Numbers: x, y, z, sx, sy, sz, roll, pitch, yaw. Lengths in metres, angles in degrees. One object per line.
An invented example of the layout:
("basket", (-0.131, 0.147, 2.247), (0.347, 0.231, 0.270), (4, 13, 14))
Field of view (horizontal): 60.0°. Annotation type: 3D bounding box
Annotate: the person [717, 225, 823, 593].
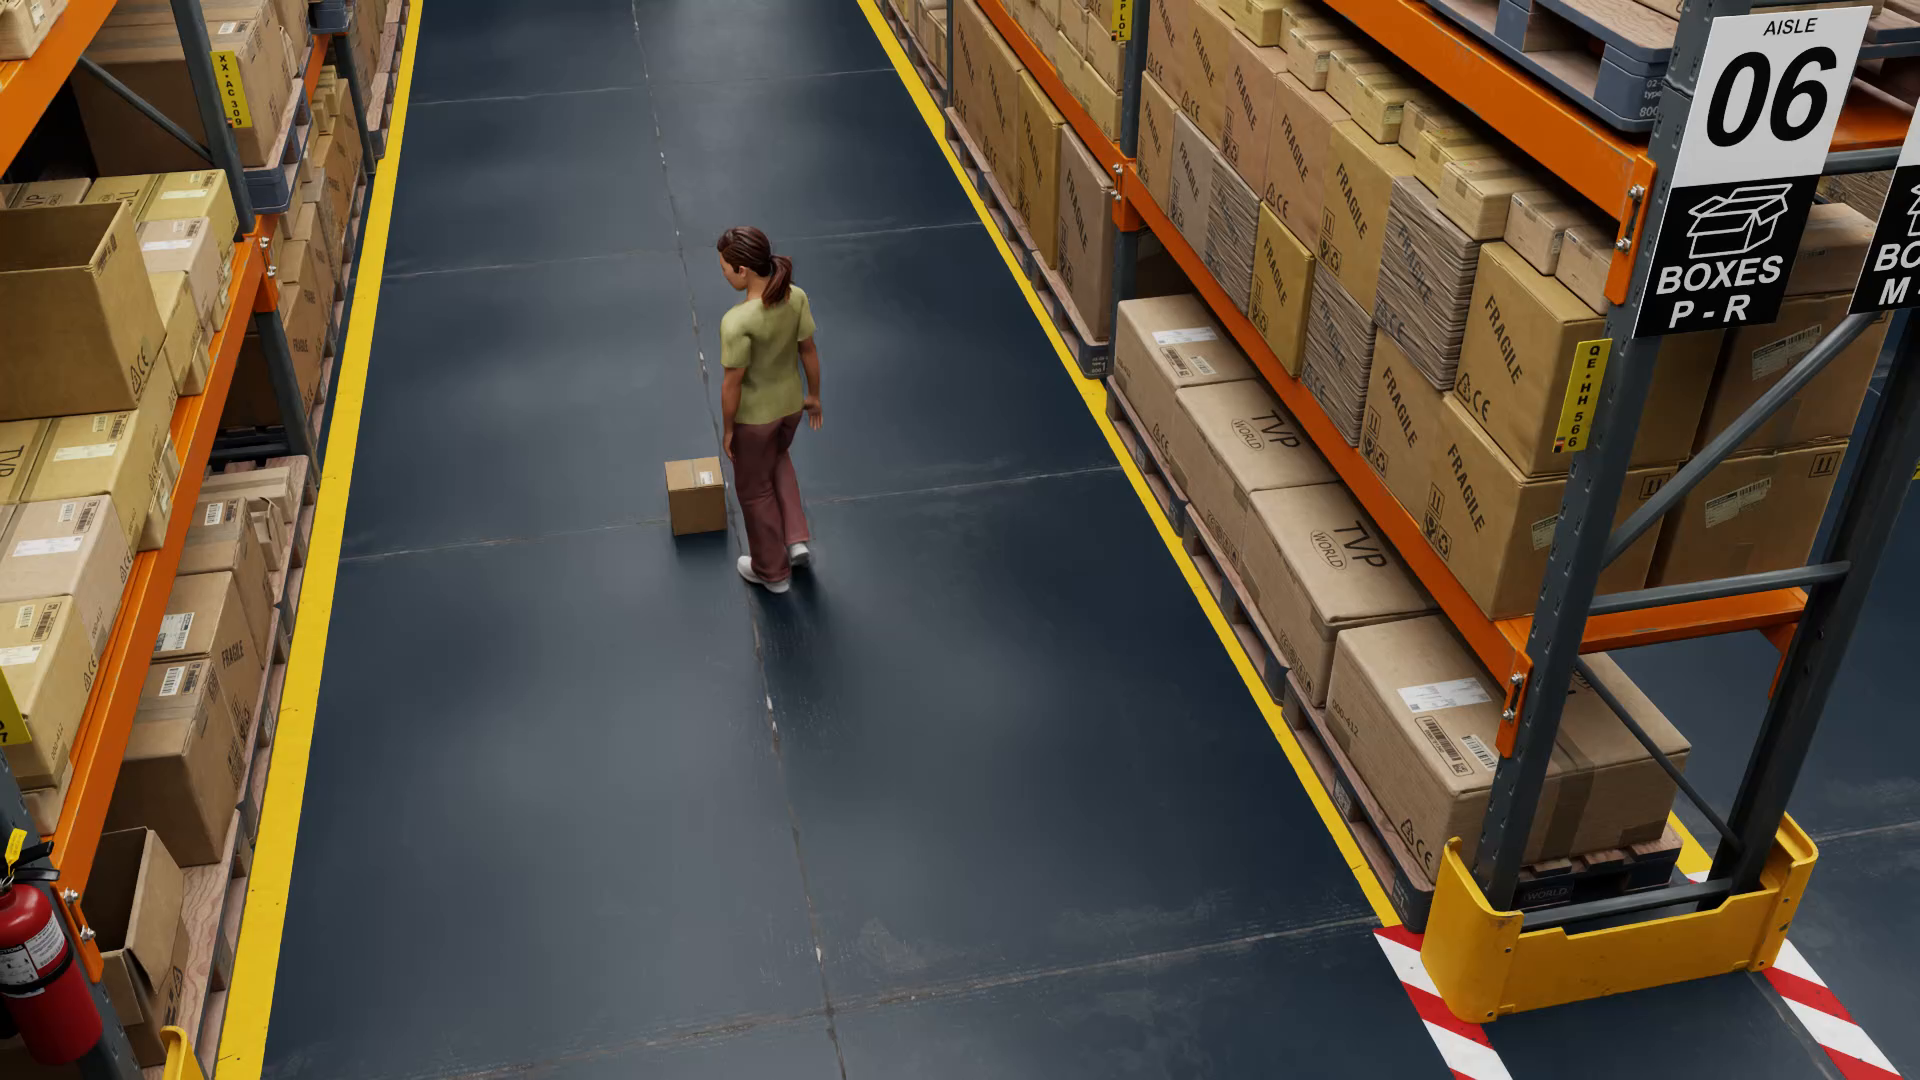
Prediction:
("person", (-0.835, -0.410, 6.959), (0.411, 1.463, 0.475), (28, 43, 35))
